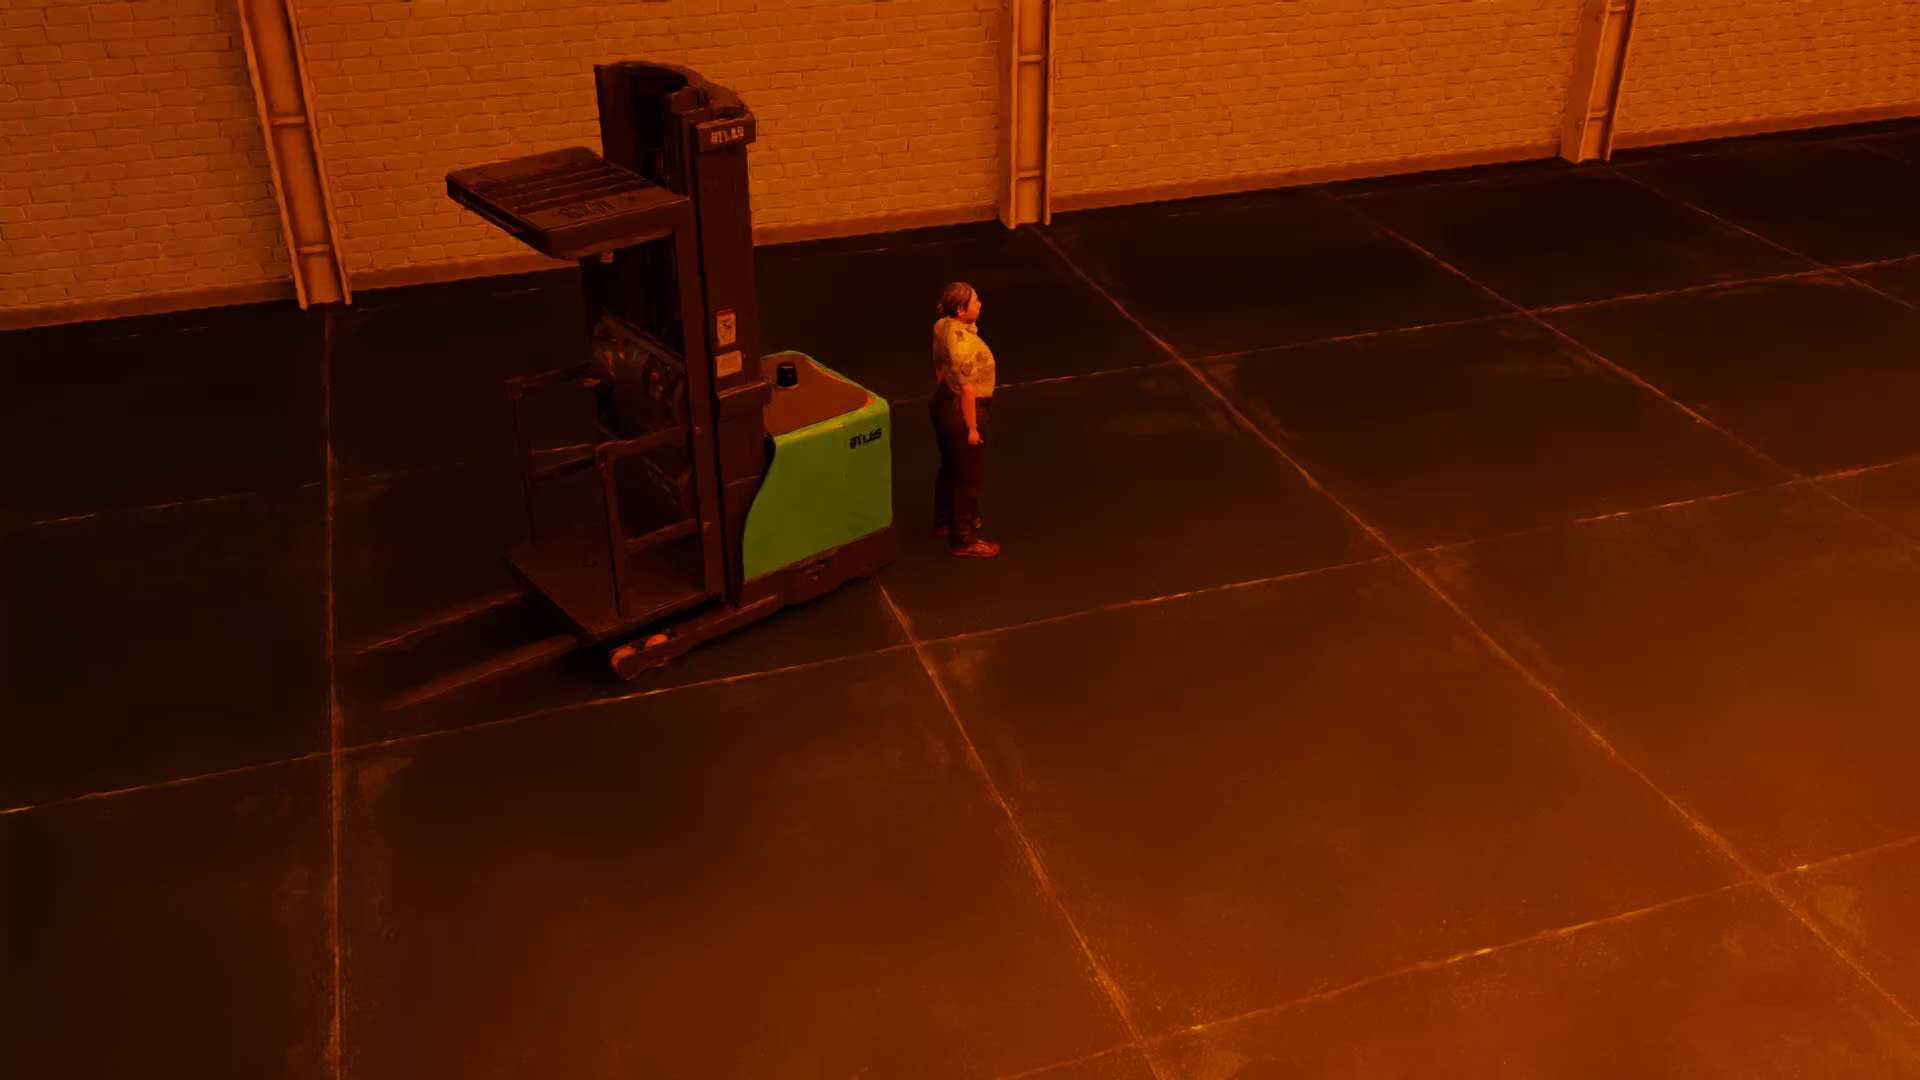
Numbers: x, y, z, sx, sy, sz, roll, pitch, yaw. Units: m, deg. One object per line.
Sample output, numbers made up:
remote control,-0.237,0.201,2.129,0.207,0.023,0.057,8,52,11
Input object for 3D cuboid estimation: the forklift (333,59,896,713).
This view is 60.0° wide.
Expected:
forklift,-1.841,-0.837,8.542,3.031,2.935,1.130,-22,36,-33

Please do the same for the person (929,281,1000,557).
person,0.017,-0.711,9.614,0.349,1.653,0.480,-10,31,-16
